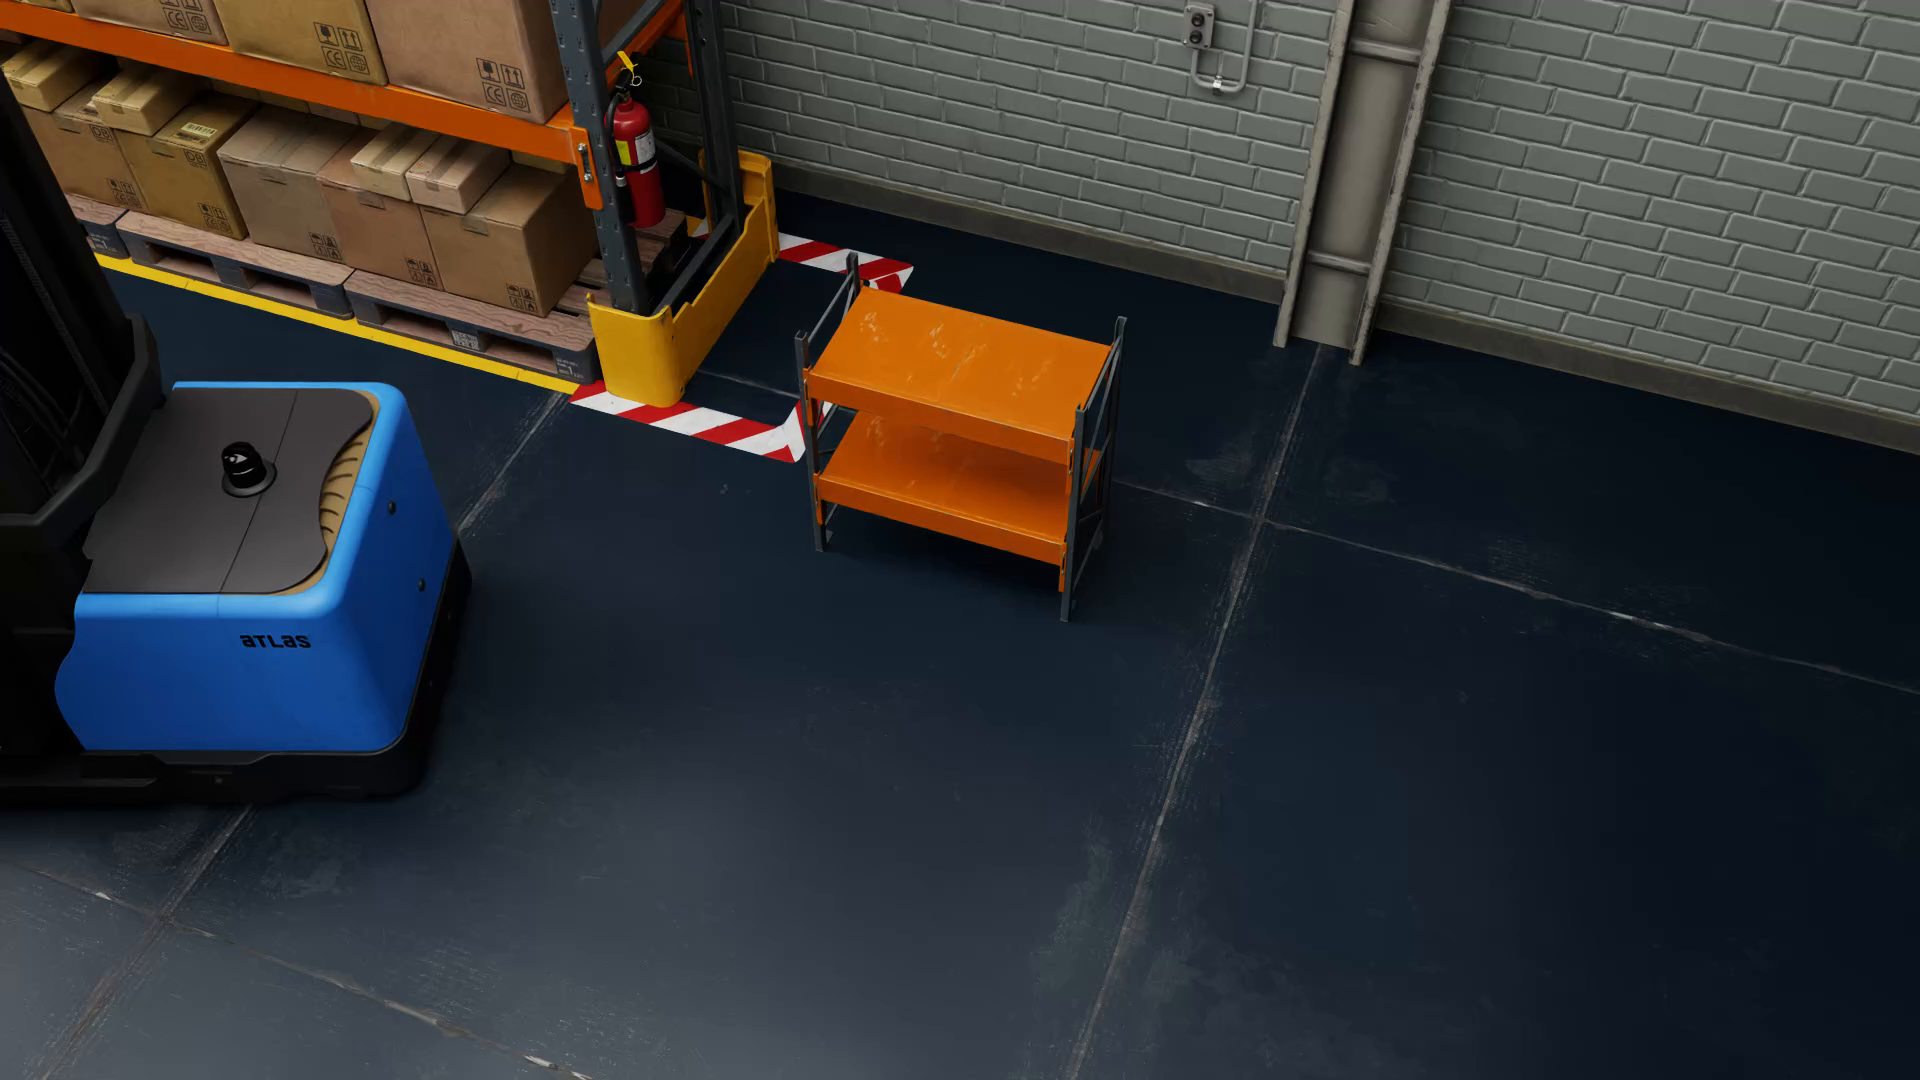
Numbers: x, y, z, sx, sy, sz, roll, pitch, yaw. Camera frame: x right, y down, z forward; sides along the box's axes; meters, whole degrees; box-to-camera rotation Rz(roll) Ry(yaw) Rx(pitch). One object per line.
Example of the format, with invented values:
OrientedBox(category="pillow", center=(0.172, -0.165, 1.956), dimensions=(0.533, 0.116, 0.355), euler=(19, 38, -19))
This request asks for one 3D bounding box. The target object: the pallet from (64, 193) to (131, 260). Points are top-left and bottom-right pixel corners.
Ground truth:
OrientedBox(category="pallet", center=(-4.276, -1.877, 8.104), dimensions=(1.213, 0.211, 1.003), euler=(16, 51, 13))

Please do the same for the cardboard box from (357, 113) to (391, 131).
OrientedBox(category="cardboard box", center=(-2.425, -1.948, 7.267), dimensions=(0.250, 0.149, 0.380), euler=(16, 51, 13))

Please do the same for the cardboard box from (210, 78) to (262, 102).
OrientedBox(category="cardboard box", center=(-3.142, -2.148, 7.440), dimensions=(0.250, 0.149, 0.380), euler=(15, 51, 12))

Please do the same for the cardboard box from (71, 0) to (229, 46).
OrientedBox(category="cardboard box", center=(-3.090, -2.611, 6.696), dimensions=(0.700, 0.700, 0.980), euler=(13, 50, 11))

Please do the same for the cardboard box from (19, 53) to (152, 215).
OrientedBox(category="cardboard box", center=(-3.826, -1.962, 7.708), dimensions=(0.500, 0.500, 0.700), euler=(15, 51, 13))

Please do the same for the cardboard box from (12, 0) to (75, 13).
OrientedBox(category="cardboard box", center=(-3.776, -2.795, 6.855), dimensions=(0.700, 0.700, 0.980), euler=(14, 51, 12))

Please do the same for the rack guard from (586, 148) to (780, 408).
OrientedBox(category="rack guard", center=(-1.187, -1.173, 7.302), dimensions=(0.348, 0.500, 1.175), euler=(16, 51, 13))

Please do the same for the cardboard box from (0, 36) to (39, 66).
OrientedBox(category="cardboard box", center=(-4.296, -2.096, 7.824), dimensions=(0.500, 0.500, 0.700), euler=(16, 51, 14))

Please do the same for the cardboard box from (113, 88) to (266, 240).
OrientedBox(category="cardboard box", center=(-3.345, -1.826, 7.590), dimensions=(0.500, 0.500, 0.700), euler=(17, 51, 14))

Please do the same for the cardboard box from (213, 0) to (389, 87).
OrientedBox(category="cardboard box", center=(-2.378, -2.405, 6.518), dimensions=(0.700, 0.700, 0.980), euler=(15, 51, 13))

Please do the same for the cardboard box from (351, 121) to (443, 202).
OrientedBox(category="cardboard box", center=(-2.325, -1.612, 6.976), dimensions=(0.250, 0.149, 0.380), euler=(17, 51, 14))

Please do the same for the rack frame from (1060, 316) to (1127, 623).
OrientedBox(category="rack frame", center=(0.483, -0.234, 6.075), dimensions=(0.032, 1.125, 0.500), euler=(16, 51, 13))

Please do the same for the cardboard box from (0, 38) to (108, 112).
OrientedBox(category="cardboard box", center=(-4.038, -2.089, 7.389), dimensions=(0.250, 0.149, 0.380), euler=(17, 51, 14))

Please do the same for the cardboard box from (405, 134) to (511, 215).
OrientedBox(category="cardboard box", center=(-2.085, -1.546, 6.918), dimensions=(0.250, 0.149, 0.380), euler=(15, 51, 13))

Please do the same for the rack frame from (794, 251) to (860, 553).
OrientedBox(category="rack frame", center=(-0.471, -0.500, 6.305), dimensions=(0.032, 1.125, 0.500), euler=(16, 51, 13))

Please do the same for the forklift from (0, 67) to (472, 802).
OrientedBox(category="forklift", center=(-3.391, -0.439, 5.057), dimensions=(3.031, 2.935, 1.130), euler=(0, 49, 0))

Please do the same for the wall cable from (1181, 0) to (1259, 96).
OrientedBox(category="wall cable", center=(0.319, -2.666, 6.270), dimensions=(1.851, 1.984, 0.084), euler=(16, 51, 13))

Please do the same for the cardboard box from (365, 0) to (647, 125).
OrientedBox(category="cardboard box", center=(-1.692, -2.222, 6.359), dimensions=(0.700, 0.700, 0.980), euler=(18, 51, 15))

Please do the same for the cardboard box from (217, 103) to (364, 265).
OrientedBox(category="cardboard box", center=(-2.843, -1.691, 7.474), dimensions=(0.500, 0.500, 0.700), euler=(14, 51, 12))

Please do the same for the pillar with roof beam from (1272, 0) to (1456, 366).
OrientedBox(category="pillar with roof beam", center=(0.131, -0.817, 1.370), dimensions=(0.400, 9.000, 9.100), euler=(16, 51, 13))

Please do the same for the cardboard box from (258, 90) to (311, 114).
OrientedBox(category="cardboard box", center=(-2.905, -2.081, 7.382), dimensions=(0.250, 0.149, 0.380), euler=(16, 51, 13))

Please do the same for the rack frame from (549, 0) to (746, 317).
OrientedBox(category="rack frame", center=(-1.210, -1.998, 6.363), dimensions=(0.127, 3.000, 1.000), euler=(16, 51, 13))

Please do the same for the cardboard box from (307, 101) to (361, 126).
OrientedBox(category="cardboard box", center=(-2.664, -2.015, 7.325), dimensions=(0.250, 0.149, 0.380), euler=(16, 51, 14))

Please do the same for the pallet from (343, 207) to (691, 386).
OrientedBox(category="pallet", center=(-1.987, -1.238, 7.550), dimensions=(1.213, 0.211, 1.003), euler=(16, 51, 13))

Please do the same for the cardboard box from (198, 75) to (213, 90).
OrientedBox(category="cardboard box", center=(-3.384, -2.215, 7.498), dimensions=(0.250, 0.149, 0.380), euler=(16, 51, 14))

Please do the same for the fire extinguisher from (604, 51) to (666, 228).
OrientedBox(category="fire extinguisher", center=(-1.228, -1.484, 6.215), dimensions=(0.183, 0.674, 0.296), euler=(16, 51, 13))

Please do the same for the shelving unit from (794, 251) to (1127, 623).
OrientedBox(category="shelving unit", center=(0.006, -0.367, 6.190), dimensions=(1.048, 1.125, 0.538), euler=(16, 51, 13))

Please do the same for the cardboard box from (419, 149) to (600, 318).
OrientedBox(category="cardboard box", center=(-1.901, -1.429, 7.246), dimensions=(0.500, 0.500, 0.700), euler=(16, 51, 13))

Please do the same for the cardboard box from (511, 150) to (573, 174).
OrientedBox(category="cardboard box", center=(-1.715, -1.750, 7.096), dimensions=(0.250, 0.149, 0.380), euler=(16, 51, 13))

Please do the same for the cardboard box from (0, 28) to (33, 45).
OrientedBox(category="cardboard box", center=(-4.363, -2.487, 7.734), dimensions=(0.250, 0.149, 0.380), euler=(15, 51, 13))

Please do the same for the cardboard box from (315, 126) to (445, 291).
OrientedBox(category="cardboard box", center=(-2.371, -1.560, 7.360), dimensions=(0.500, 0.500, 0.700), euler=(15, 51, 13))

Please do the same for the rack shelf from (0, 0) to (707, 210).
OrientedBox(category="rack shelf", center=(-3.086, -2.286, 7.089), dimensions=(4.000, 0.370, 1.077), euler=(16, 51, 13))

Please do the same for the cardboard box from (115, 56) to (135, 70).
OrientedBox(category="cardboard box", center=(-3.621, -2.282, 7.556), dimensions=(0.250, 0.149, 0.380), euler=(14, 51, 12))

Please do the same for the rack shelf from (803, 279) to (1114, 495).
OrientedBox(category="rack shelf", center=(0.006, -0.558, 5.969), dimensions=(1.000, 0.278, 0.538), euler=(16, 51, 13))

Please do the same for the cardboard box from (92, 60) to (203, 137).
OrientedBox(category="cardboard box", center=(-3.548, -1.952, 7.271), dimensions=(0.250, 0.149, 0.380), euler=(14, 51, 12))

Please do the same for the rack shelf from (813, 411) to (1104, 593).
OrientedBox(category="rack shelf", center=(0.006, -0.207, 6.375), dimensions=(1.000, 0.278, 0.538), euler=(16, 51, 13))

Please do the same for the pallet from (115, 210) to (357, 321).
OrientedBox(category="pallet", center=(-3.128, -1.559, 7.828), dimensions=(1.213, 0.211, 1.003), euler=(16, 51, 13))
